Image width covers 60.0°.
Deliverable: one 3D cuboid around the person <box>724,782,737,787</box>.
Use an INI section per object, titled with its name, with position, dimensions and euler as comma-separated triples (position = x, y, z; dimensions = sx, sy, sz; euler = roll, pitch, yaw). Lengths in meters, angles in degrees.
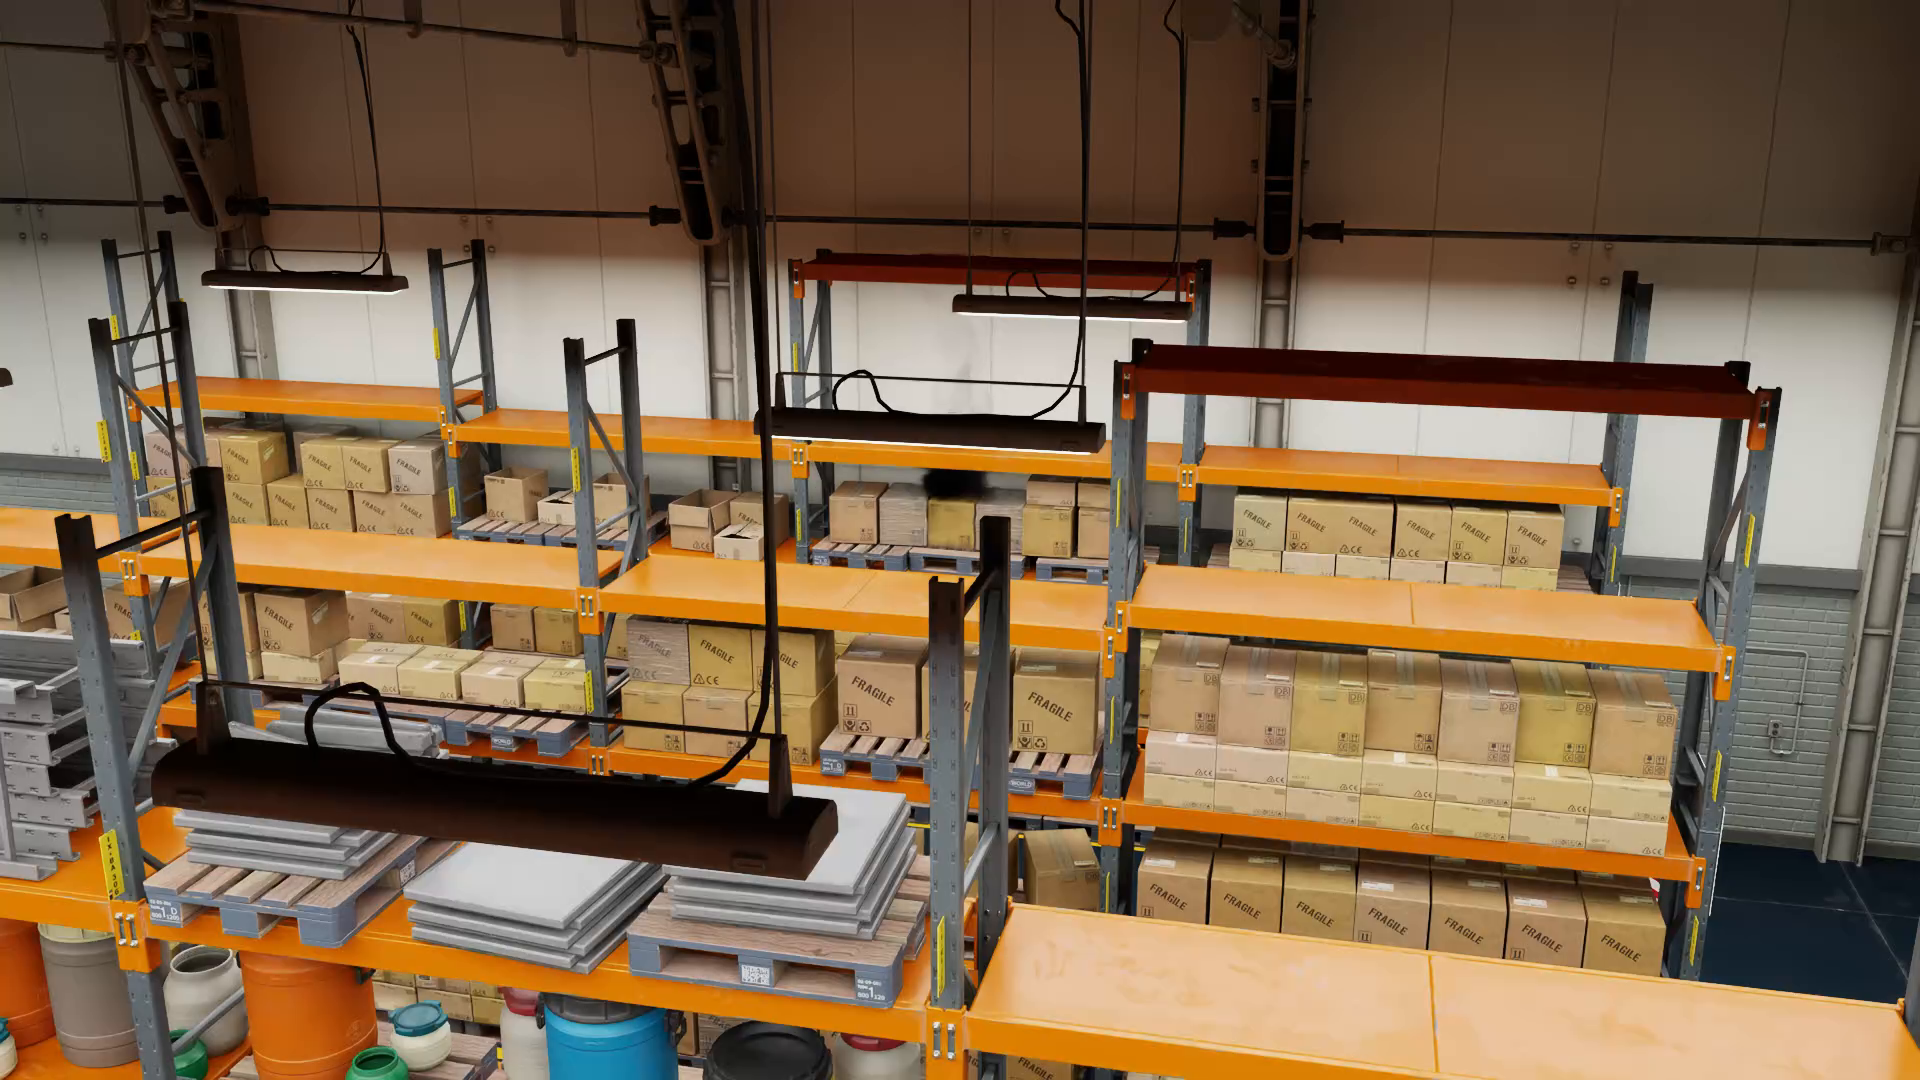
[person]
position = -1.994, 2.856, 15.606
dimensions = 0.887, 1.696, 0.529
euler = 4, 17, 13
